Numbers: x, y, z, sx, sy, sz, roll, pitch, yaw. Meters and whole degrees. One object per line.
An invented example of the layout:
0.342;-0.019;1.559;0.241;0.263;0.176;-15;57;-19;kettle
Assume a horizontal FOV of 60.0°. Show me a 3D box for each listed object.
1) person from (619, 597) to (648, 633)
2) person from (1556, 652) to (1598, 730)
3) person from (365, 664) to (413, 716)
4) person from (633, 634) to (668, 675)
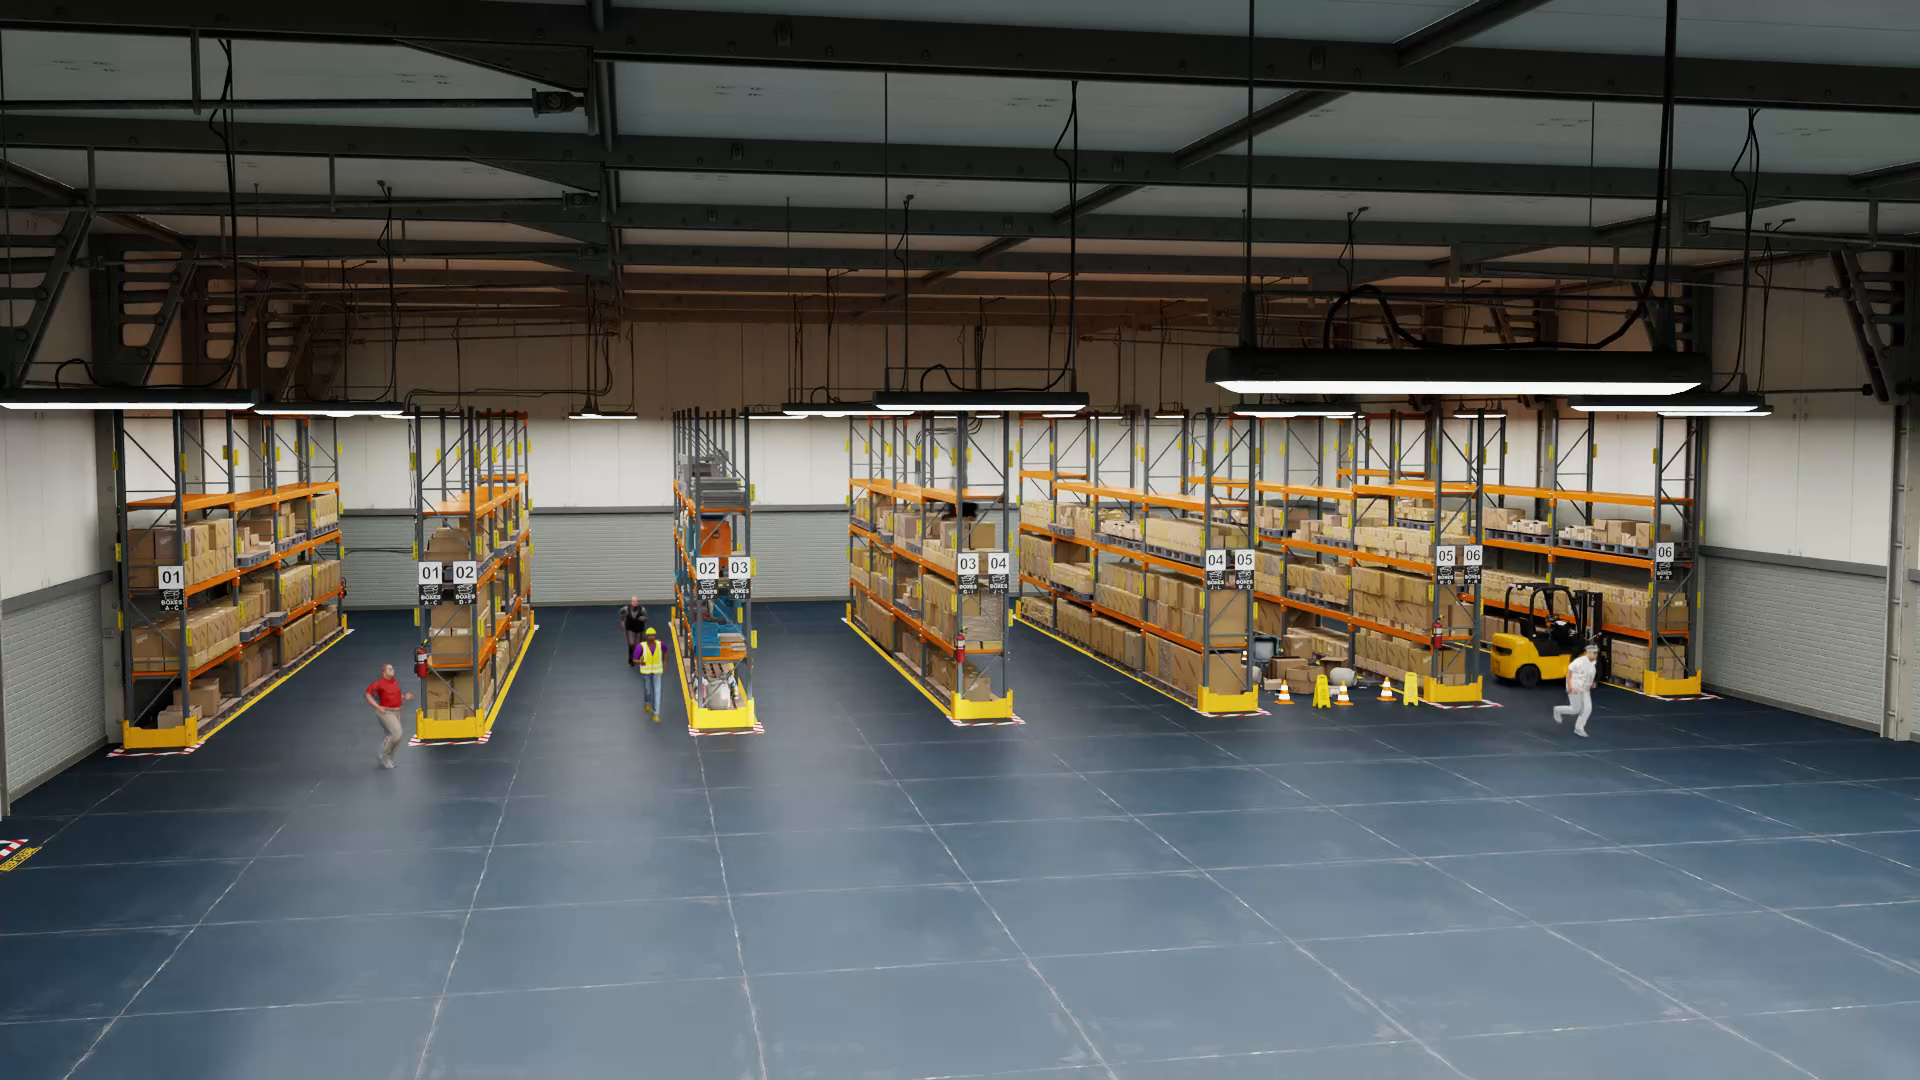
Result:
-7.547;1.737;38.534;0.645;0.836;0.687;-1;4;-20;person
11.316;2.743;30.483;0.640;1.463;0.771;-3;5;-38;person
-9.386;2.464;27.475;0.653;0.830;0.641;1;4;11;person
-5.913;2.147;31.865;0.700;0.852;0.641;-1;4;-16;person
